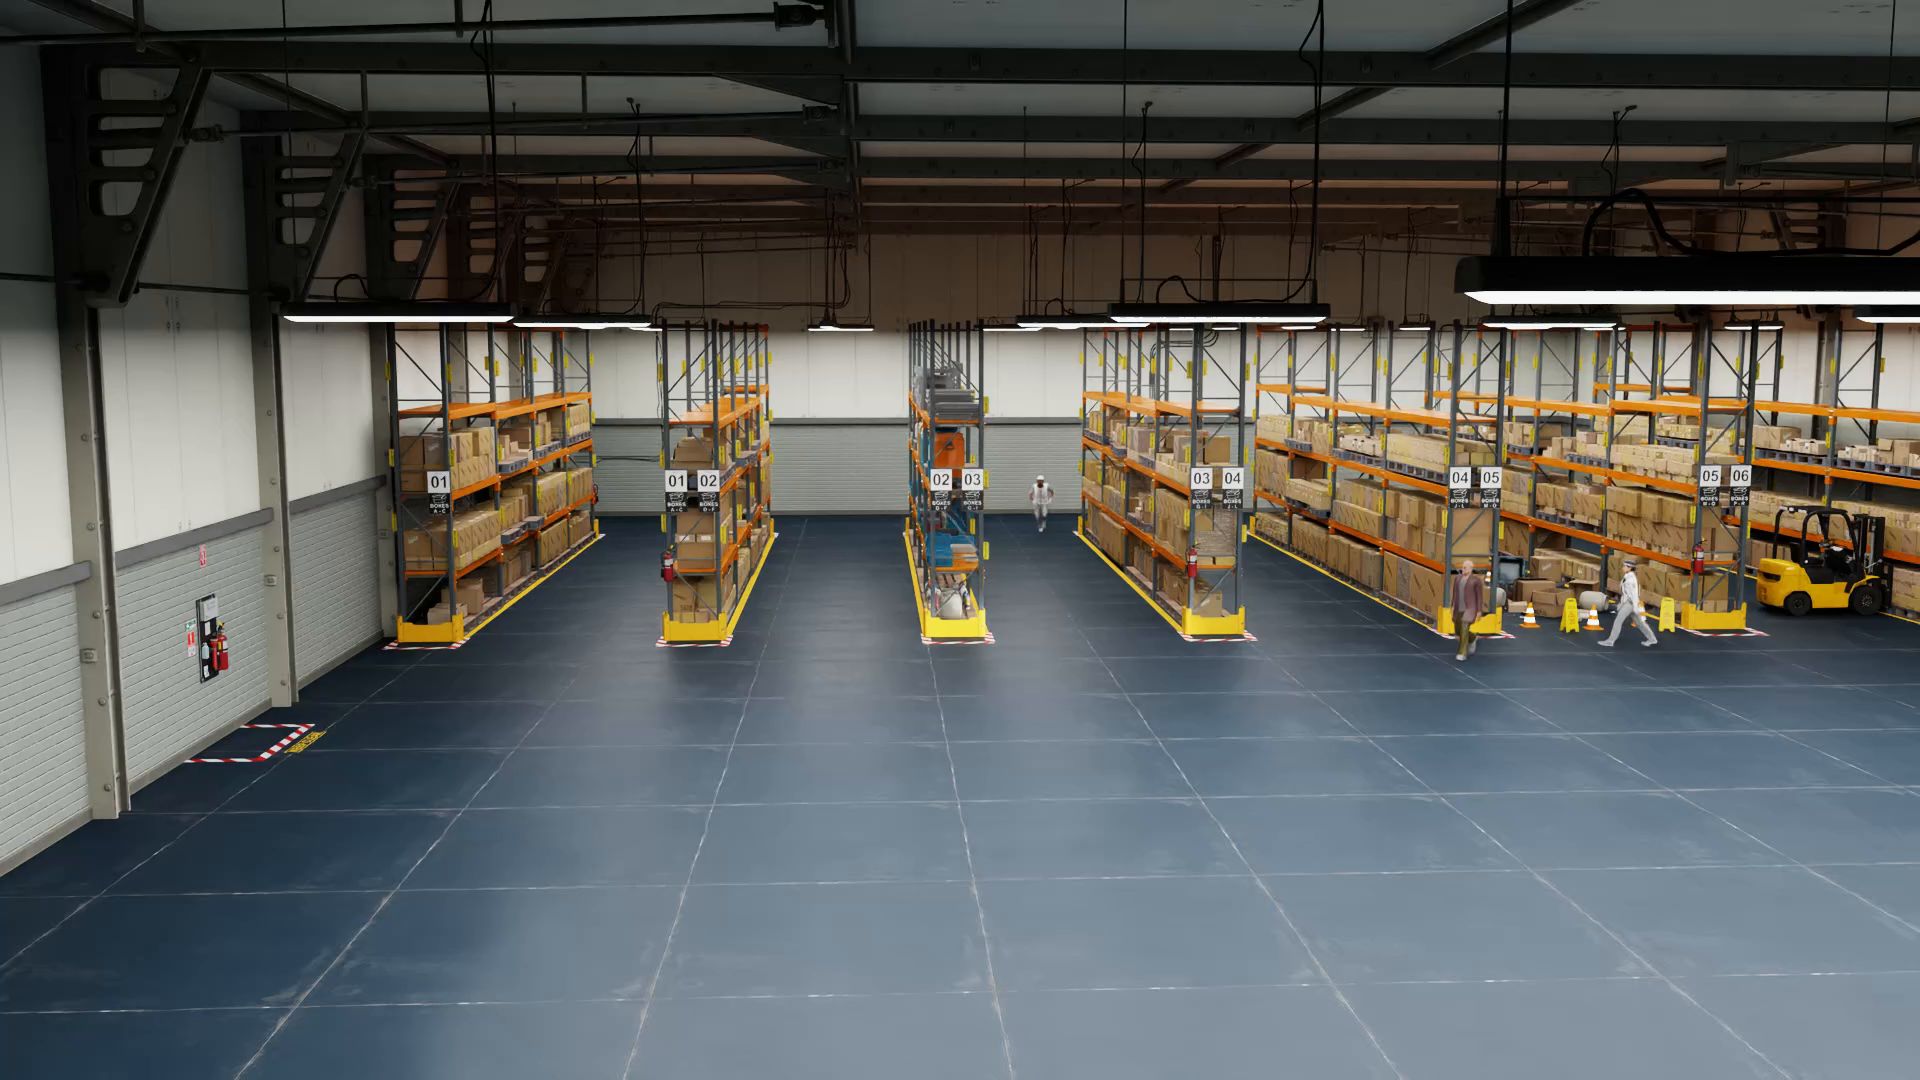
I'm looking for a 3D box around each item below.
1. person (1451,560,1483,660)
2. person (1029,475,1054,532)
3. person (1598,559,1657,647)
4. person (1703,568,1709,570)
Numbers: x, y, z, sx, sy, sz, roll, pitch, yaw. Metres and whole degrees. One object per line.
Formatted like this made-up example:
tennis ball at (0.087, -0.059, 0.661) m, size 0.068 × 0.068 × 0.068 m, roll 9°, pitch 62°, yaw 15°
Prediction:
person at (8.968, 1.217, 29.351) m, size 0.906 × 1.743 × 0.615 m, roll -6°, pitch 9°, yaw -41°
person at (2.355, -1.053, 48.173) m, size 0.715 × 1.675 × 0.685 m, roll 1°, pitch 7°, yaw 6°
person at (12.247, 1.153, 30.421) m, size 1.042 × 1.623 × 0.491 m, roll 2°, pitch 7°, yaw 15°
person at (16.232, 0.397, 36.446) m, size 0.582 × 1.688 × 0.751 m, roll -2°, pitch 7°, yaw -16°
